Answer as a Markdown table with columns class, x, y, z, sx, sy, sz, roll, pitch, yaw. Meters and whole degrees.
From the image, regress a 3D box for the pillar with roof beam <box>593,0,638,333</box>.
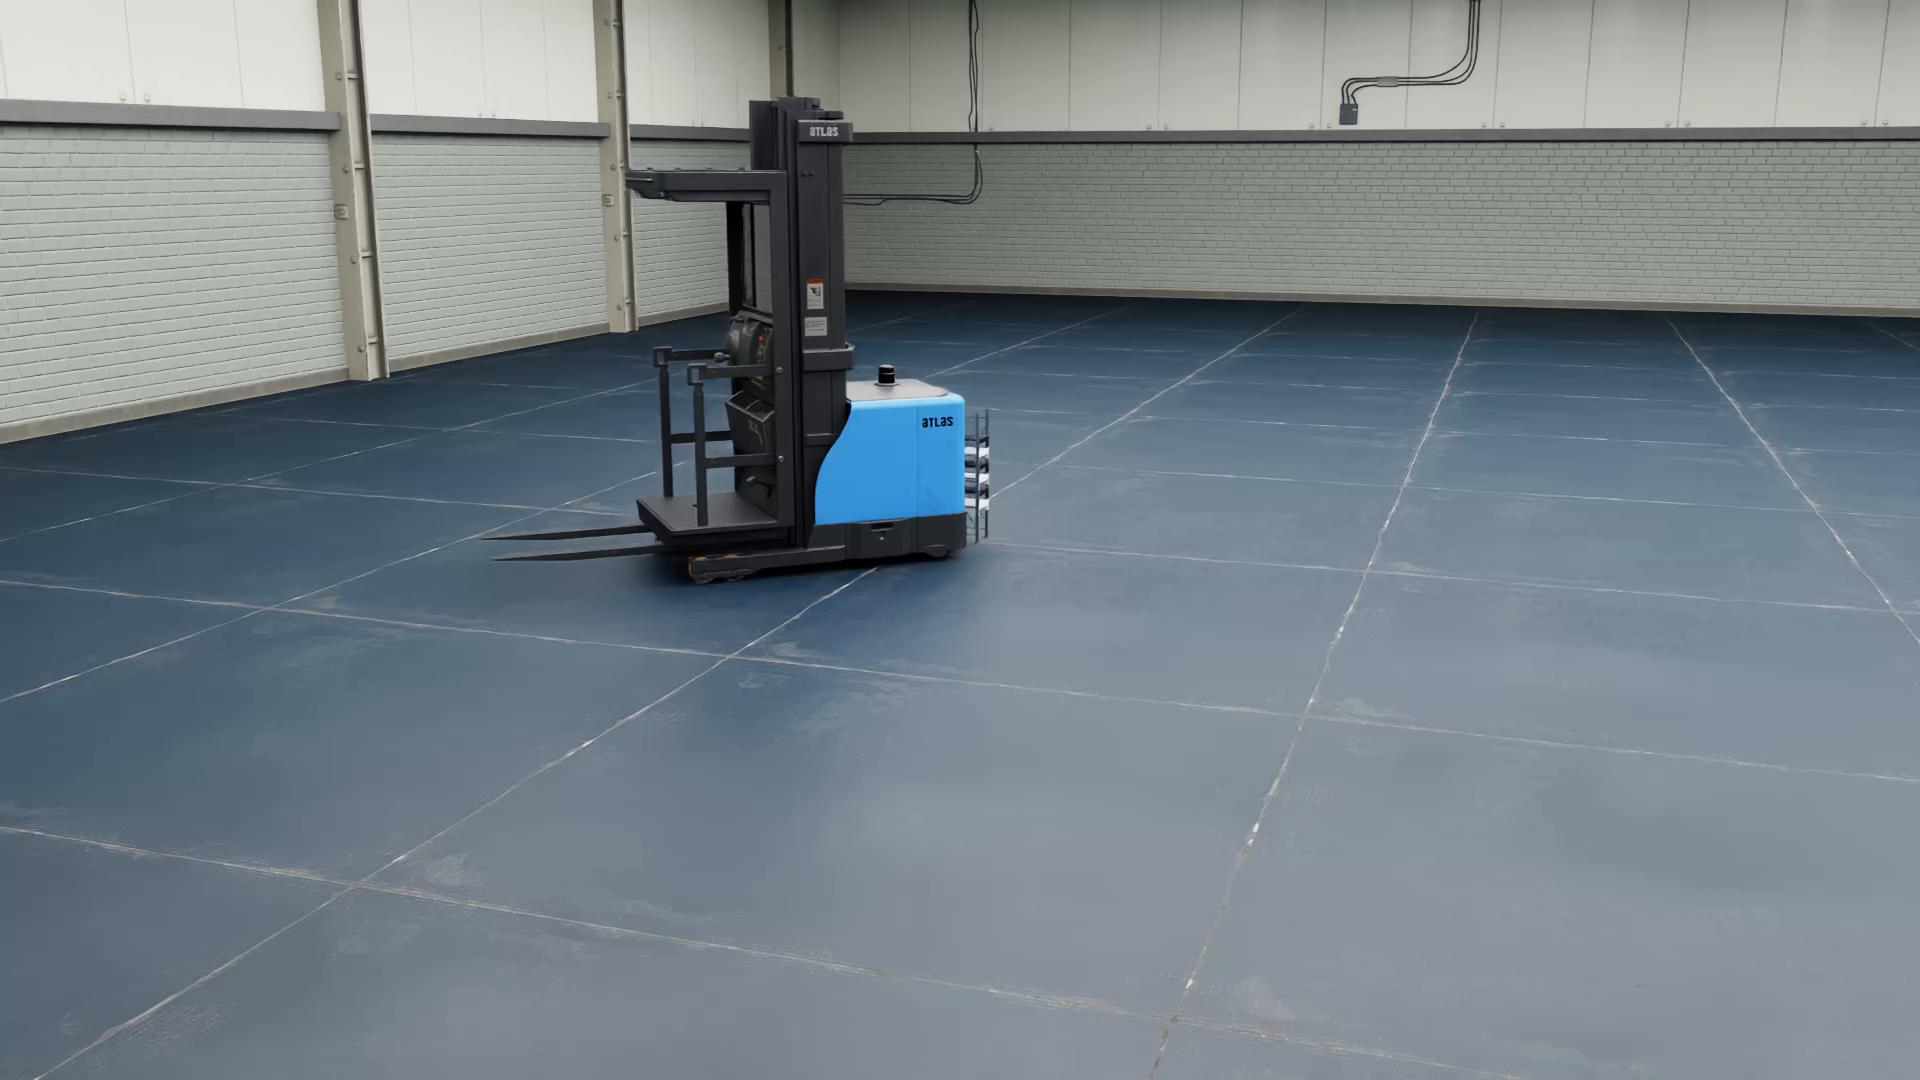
| class | x | y | z | sx | sy | sz | roll | pitch | yaw |
| --- | --- | --- | --- | --- | --- | --- | --- | --- | --- |
| pillar with roof beam | -1.104 | -7.288 | 23.197 | 9.100 | 9.000 | 0.400 | 4 | 14 | 18 |

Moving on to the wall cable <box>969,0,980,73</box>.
| class | x | y | z | sx | sy | sz | roll | pitch | yaw |
| --- | --- | --- | --- | --- | --- | --- | --- | --- | --- |
| wall cable | 1.528 | -10.140 | 31.320 | 3.097 | 2.526 | 0.112 | 4 | 14 | 18 |

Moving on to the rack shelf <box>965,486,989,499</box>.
| class | x | y | z | sx | sy | sz | roll | pitch | yaw |
| --- | --- | --- | --- | --- | --- | --- | --- | --- | --- |
| rack shelf | 0.049 | -0.321 | 11.426 | 0.258 | 0.077 | 0.200 | 5 | 14 | 19 |

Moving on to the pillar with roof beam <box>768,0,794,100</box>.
| class | x | y | z | sx | sy | sz | roll | pitch | yaw |
| --- | --- | --- | --- | --- | --- | --- | --- | --- | --- |
| pillar with roof beam | 0.837 | -8.552 | 28.732 | 9.100 | 9.000 | 0.400 | 4 | 14 | 18 |

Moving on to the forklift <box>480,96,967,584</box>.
| class | x | y | z | sx | sy | sz | roll | pitch | yaw |
| --- | --- | --- | --- | --- | --- | --- | --- | --- | --- |
| forklift | -1.524 | -1.290 | 10.552 | 3.031 | 2.935 | 1.130 | -5 | 14 | -21 |

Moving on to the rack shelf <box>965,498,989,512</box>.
| class | x | y | z | sx | sy | sz | roll | pitch | yaw |
| --- | --- | --- | --- | --- | --- | --- | --- | --- | --- |
| rack shelf | 0.049 | -0.233 | 11.446 | 0.258 | 0.077 | 0.200 | 5 | 14 | 19 |

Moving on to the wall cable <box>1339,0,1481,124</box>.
| class | x | y | z | sx | sy | sz | roll | pitch | yaw |
| --- | --- | --- | --- | --- | --- | --- | --- | --- | --- |
| wall cable | 7.946 | -10.358 | 29.003 | 2.305 | 6.003 | 0.169 | 4 | 14 | 18 |

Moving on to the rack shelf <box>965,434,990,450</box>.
| class | x | y | z | sx | sy | sz | roll | pitch | yaw |
| --- | --- | --- | --- | --- | --- | --- | --- | --- | --- |
| rack shelf | 0.048 | -0.672 | 11.345 | 0.258 | 0.077 | 0.200 | 5 | 14 | 19 |

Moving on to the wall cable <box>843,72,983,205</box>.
| class | x | y | z | sx | sy | sz | roll | pitch | yaw |
| --- | --- | --- | --- | --- | --- | --- | --- | --- | --- |
| wall cable | -1.032 | -7.873 | 32.736 | 3.097 | 2.526 | 0.112 | 4 | 14 | 18 |

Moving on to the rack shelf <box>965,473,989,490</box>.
| class | x | y | z | sx | sy | sz | roll | pitch | yaw |
| --- | --- | --- | --- | --- | --- | --- | --- | --- | --- |
| rack shelf | 0.048 | -0.409 | 11.406 | 0.258 | 0.077 | 0.200 | 5 | 14 | 19 |

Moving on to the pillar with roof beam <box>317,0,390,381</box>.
| class | x | y | z | sx | sy | sz | roll | pitch | yaw |
| --- | --- | --- | --- | --- | --- | --- | --- | --- | --- |
| pillar with roof beam | -3.045 | -6.025 | 17.662 | 9.100 | 9.000 | 0.400 | 4 | 14 | 18 |

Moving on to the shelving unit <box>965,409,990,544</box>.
| class | x | y | z | sx | sy | sz | roll | pitch | yaw |
| --- | --- | --- | --- | --- | --- | --- | --- | --- | --- |
| shelving unit | 0.048 | -0.441 | 11.398 | 0.258 | 0.900 | 0.210 | 5 | 14 | 19 |

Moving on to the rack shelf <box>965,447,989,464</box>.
| class | x | y | z | sx | sy | sz | roll | pitch | yaw |
| --- | --- | --- | --- | --- | --- | --- | --- | --- | --- |
| rack shelf | 0.048 | -0.584 | 11.365 | 0.258 | 0.077 | 0.200 | 5 | 14 | 19 |

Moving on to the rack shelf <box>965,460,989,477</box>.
| class | x | y | z | sx | sy | sz | roll | pitch | yaw |
| --- | --- | --- | --- | --- | --- | --- | --- | --- | --- |
| rack shelf | 0.048 | -0.496 | 11.386 | 0.258 | 0.077 | 0.200 | 5 | 14 | 19 |

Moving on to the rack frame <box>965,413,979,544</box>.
| class | x | y | z | sx | sy | sz | roll | pitch | yaw |
| --- | --- | --- | --- | --- | --- | --- | --- | --- | --- |
| rack frame | 0.015 | -0.420 | 11.305 | 0.240 | 0.900 | 0.006 | 5 | 14 | 19 |

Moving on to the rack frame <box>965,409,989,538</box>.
| class | x | y | z | sx | sy | sz | roll | pitch | yaw |
| --- | --- | --- | --- | --- | --- | --- | --- | --- | --- |
| rack frame | 0.082 | -0.463 | 11.492 | 0.240 | 0.900 | 0.006 | 5 | 14 | 19 |
